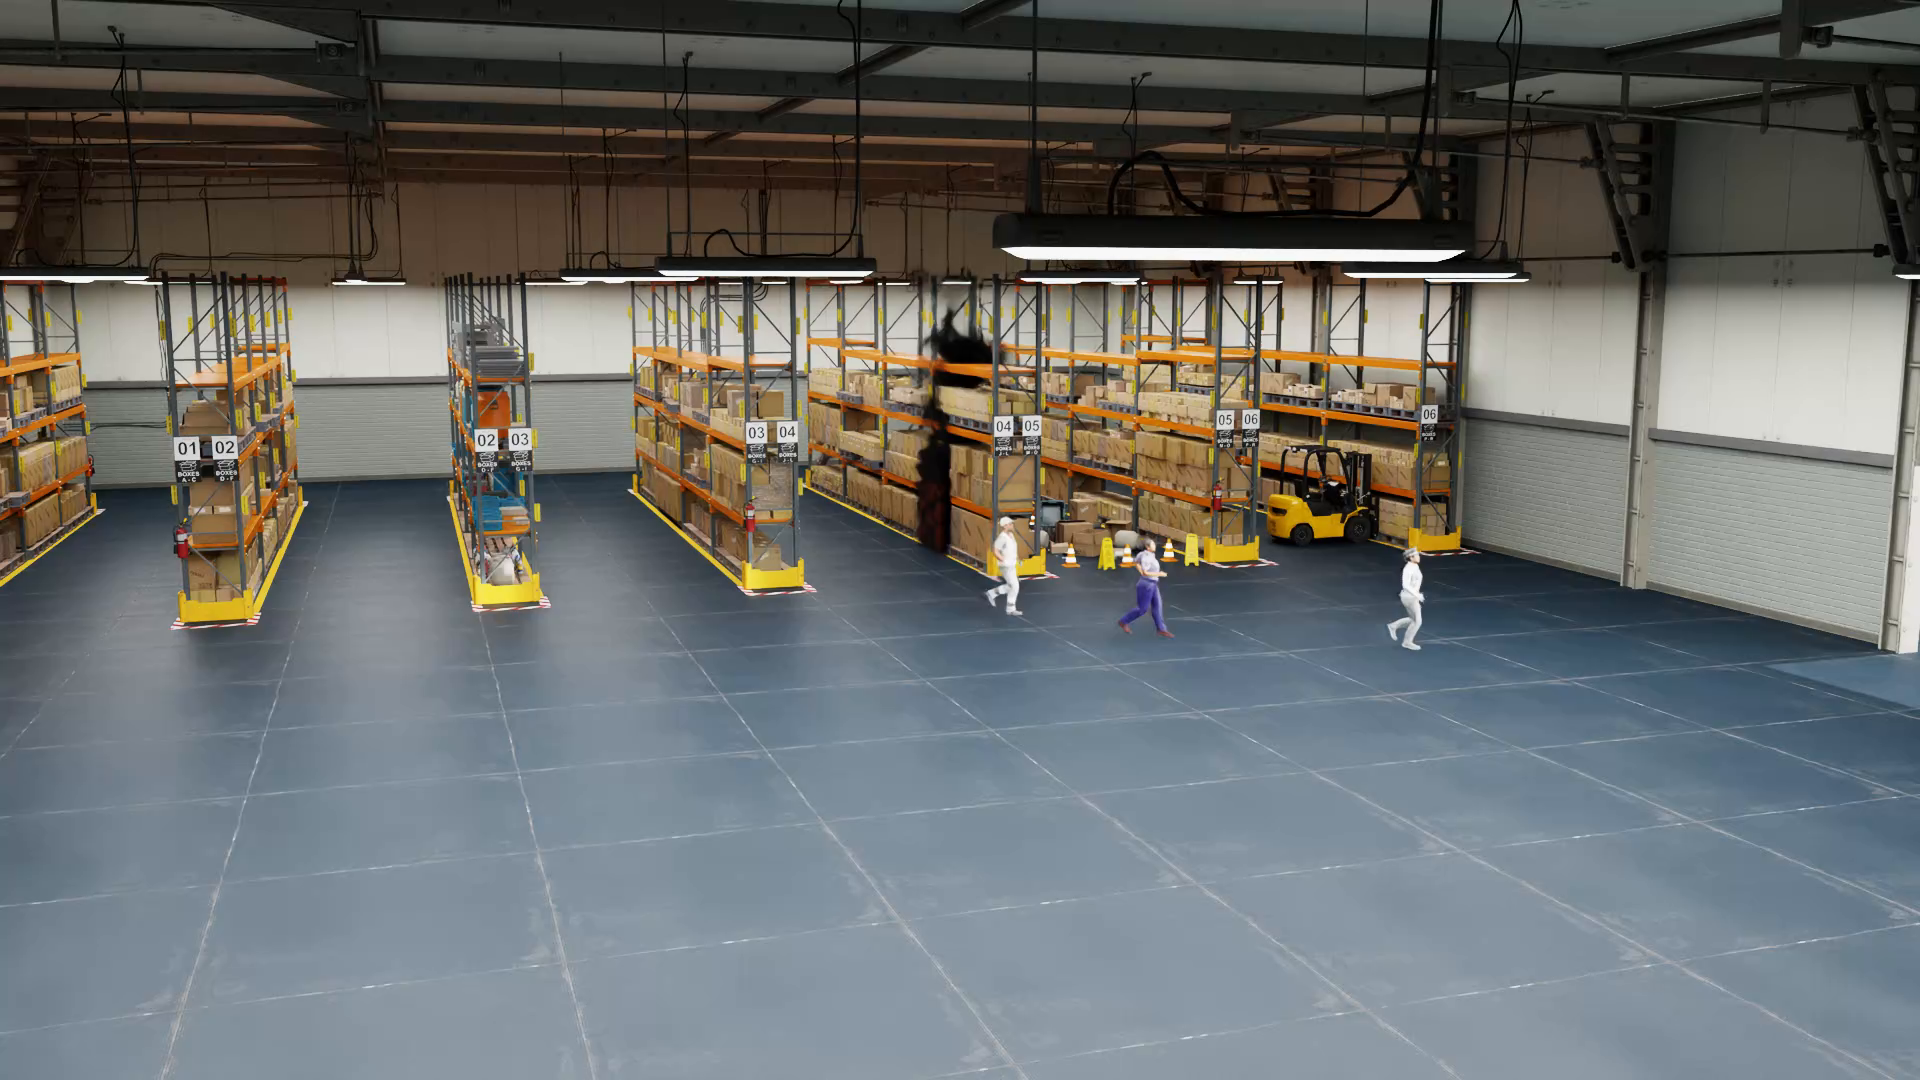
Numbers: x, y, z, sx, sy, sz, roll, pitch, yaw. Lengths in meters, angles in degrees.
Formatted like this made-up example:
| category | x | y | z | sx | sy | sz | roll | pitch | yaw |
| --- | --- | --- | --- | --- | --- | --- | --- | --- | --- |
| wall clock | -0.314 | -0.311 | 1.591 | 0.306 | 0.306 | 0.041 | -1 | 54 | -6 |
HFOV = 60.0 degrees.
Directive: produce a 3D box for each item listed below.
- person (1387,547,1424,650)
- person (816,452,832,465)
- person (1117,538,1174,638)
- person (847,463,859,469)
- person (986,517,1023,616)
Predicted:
| category | x | y | z | sx | sy | sz | roll | pitch | yaw |
| --- | --- | --- | --- | --- | --- | --- | --- | --- | --- |
| person | 7.158 | 0.913 | 26.617 | 0.548 | 1.654 | 0.652 | 3 | 9 | 19 |
| person | -4.029 | -2.584 | 49.672 | 0.516 | 1.672 | 0.659 | -3 | 9 | -18 |
| person | 3.062 | 0.790 | 27.345 | 0.937 | 1.658 | 0.610 | 2 | 9 | 14 |
| person | -3.353 | -2.630 | 49.912 | 0.529 | 1.661 | 0.751 | 8 | 11 | 41 |
| person | 0.768 | 0.454 | 29.286 | 0.724 | 1.747 | 0.698 | 3 | 9 | 20 |
